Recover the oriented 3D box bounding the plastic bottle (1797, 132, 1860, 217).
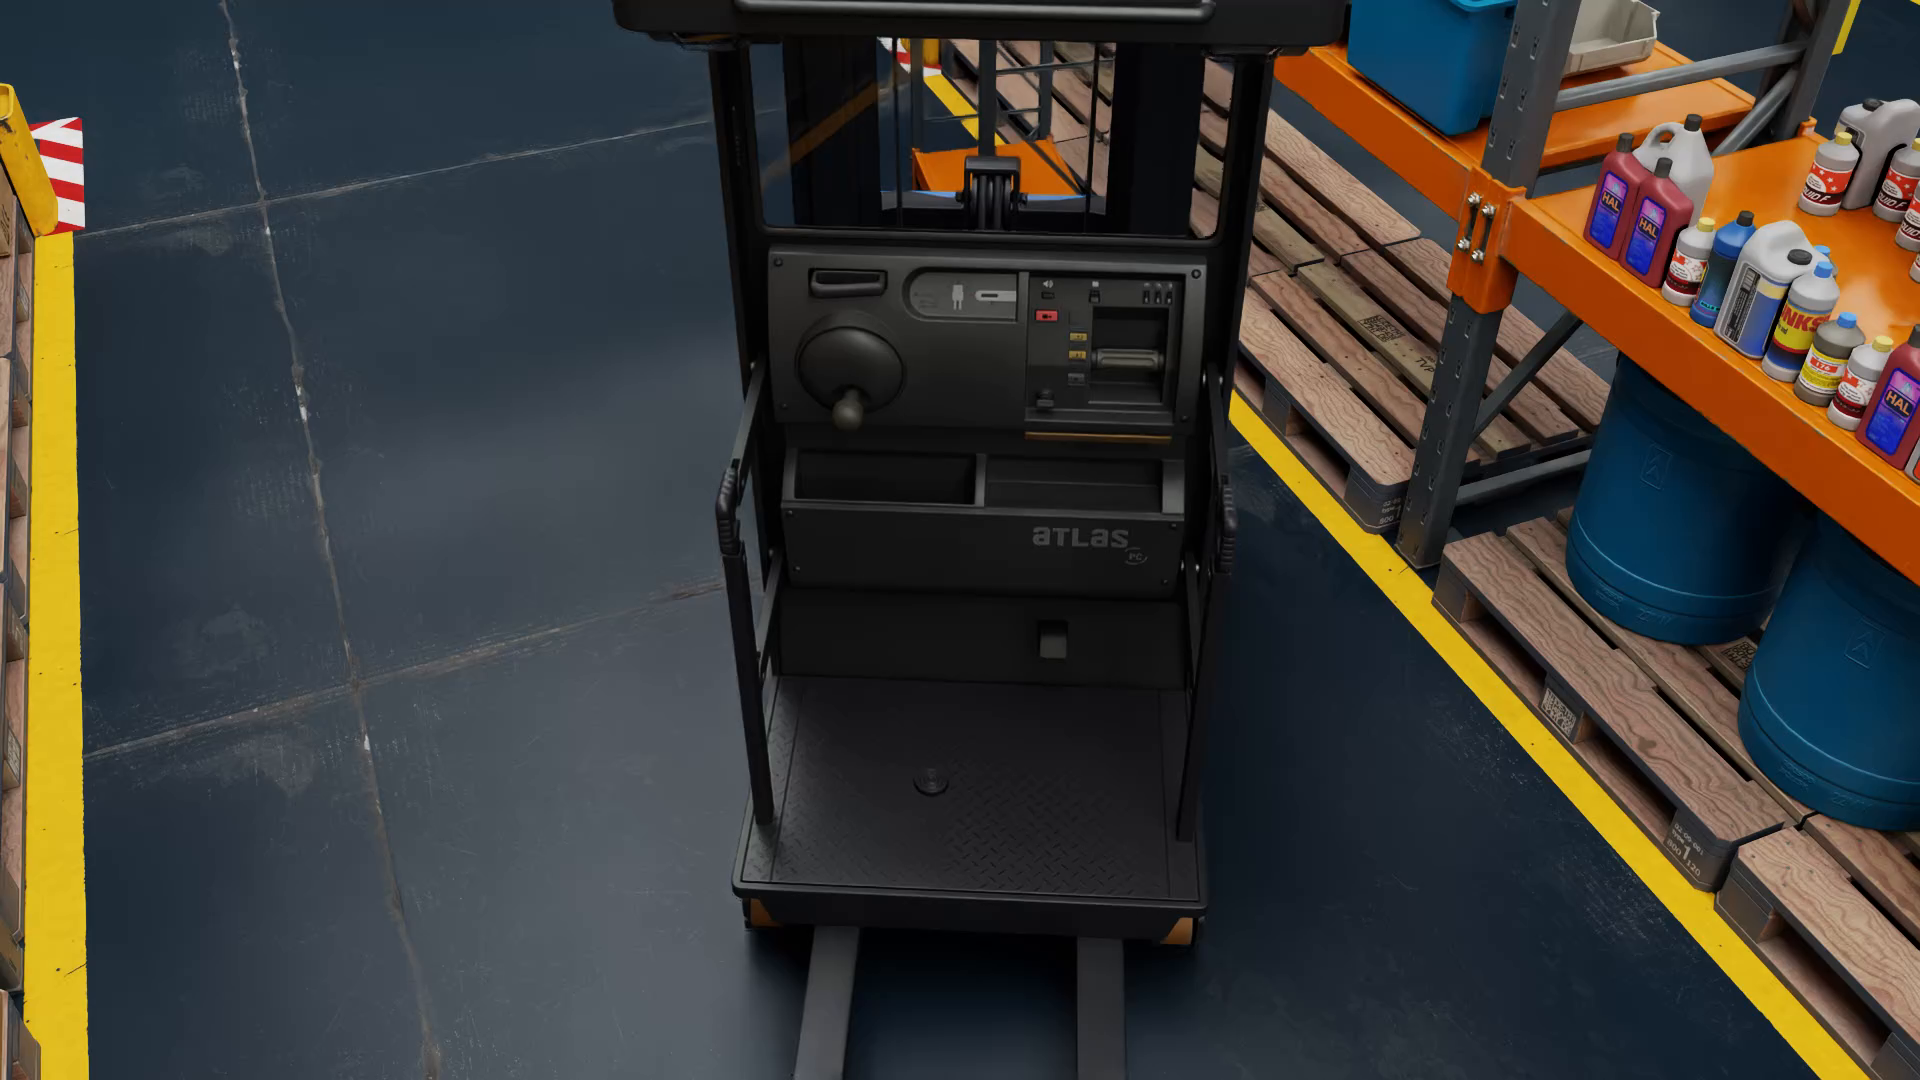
[{"bbox_3d":[2.188,-0.925,4.177,0.097,0.201,0.097,0,41,0],"label":"plastic bottle"}]

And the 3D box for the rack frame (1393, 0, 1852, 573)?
[{"bbox_3d":[1.846,-1.199,4.344,1.000,3.000,0.127,-15,43,-17],"label":"rack frame"}]

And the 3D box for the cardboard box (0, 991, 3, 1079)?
[{"bbox_3d":[-2.278,1.041,3.318,0.500,0.500,0.500,-15,43,-17],"label":"cardboard box"}]

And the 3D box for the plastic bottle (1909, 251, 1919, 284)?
[{"bbox_3d":[2.327,-0.704,3.921,0.097,0.201,0.097,0,41,0],"label":"plastic bottle"}]

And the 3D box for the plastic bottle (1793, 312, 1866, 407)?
[{"bbox_3d":[1.868,-0.394,3.560,0.097,0.201,0.097,0,41,0],"label":"plastic bottle"}]

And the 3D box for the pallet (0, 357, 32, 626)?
[{"bbox_3d":[-3.464,-0.058,5.156,1.003,0.211,1.213,-15,43,-17],"label":"pallet"}]

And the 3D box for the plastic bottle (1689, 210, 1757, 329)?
[{"bbox_3d":[1.742,-0.619,3.768,0.097,0.271,0.097,0,41,0],"label":"plastic bottle"}]

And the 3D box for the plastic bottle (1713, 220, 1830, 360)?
[{"bbox_3d":[1.811,-0.558,3.693,0.152,0.276,0.135,-15,43,-17],"label":"plastic bottle"}]

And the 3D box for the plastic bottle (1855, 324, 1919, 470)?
[{"bbox_3d":[1.932,-0.292,3.379,0.061,0.283,0.133,-15,43,-17],"label":"plastic bottle"}]

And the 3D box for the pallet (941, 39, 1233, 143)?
[{"bbox_3d":[0.595,-2.045,7.466,1.003,0.211,1.213,-15,43,-17],"label":"pallet"}]

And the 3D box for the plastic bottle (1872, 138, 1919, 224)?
[{"bbox_3d":[2.365,-0.904,4.153,0.097,0.201,0.097,0,41,0],"label":"plastic bottle"}]

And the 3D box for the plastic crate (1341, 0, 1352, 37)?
[{"bbox_3d":[1.170,-1.725,5.120,0.437,0.125,0.590,-15,43,-17],"label":"plastic crate"}]

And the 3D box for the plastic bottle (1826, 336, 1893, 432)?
[{"bbox_3d":[1.905,-0.335,3.492,0.097,0.201,0.097,0,41,0],"label":"plastic bottle"}]

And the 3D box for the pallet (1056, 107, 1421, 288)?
[{"bbox_3d":[1.058,-1.311,6.613,1.003,0.211,1.213,-15,43,-17],"label":"pallet"}]

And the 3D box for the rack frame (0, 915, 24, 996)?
[{"bbox_3d":[-2.732,0.035,2.909,1.000,3.000,0.127,-15,43,-17],"label":"rack frame"}]

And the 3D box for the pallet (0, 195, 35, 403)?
[{"bbox_3d":[-3.927,-0.792,6.009,1.003,0.211,1.213,-15,43,-17],"label":"pallet"}]

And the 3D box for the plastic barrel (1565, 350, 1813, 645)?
[{"bbox_3d":[2.039,-0.231,4.505,0.600,0.901,0.708,-15,43,-17],"label":"plastic barrel"}]

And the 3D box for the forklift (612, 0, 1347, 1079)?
[{"bbox_3d":[0.045,-0.340,3.398,1.130,2.935,3.031,2,41,2],"label":"forklift"}]

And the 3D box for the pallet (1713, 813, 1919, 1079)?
[{"bbox_3d":[2.574,1.070,3.844,1.003,0.211,1.213,-15,43,-17],"label":"pallet"}]

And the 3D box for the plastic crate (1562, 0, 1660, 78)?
[{"bbox_3d":[1.800,-1.438,4.778,0.396,0.136,0.243,-15,43,-17],"label":"plastic crate"}]

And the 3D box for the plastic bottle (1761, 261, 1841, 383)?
[{"bbox_3d":[1.830,-0.479,3.605,0.097,0.271,0.097,0,41,0],"label":"plastic bottle"}]

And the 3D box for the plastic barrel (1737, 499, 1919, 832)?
[{"bbox_3d":[2.310,0.196,4.009,0.600,0.901,0.708,-15,43,-17],"label":"plastic barrel"}]

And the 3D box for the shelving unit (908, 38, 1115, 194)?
[{"bbox_3d":[0.187,-1.173,5.464,0.587,1.500,1.083,-8,41,-10],"label":"shelving unit"}]

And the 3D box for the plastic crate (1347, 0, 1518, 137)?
[{"bbox_3d":[1.352,-1.412,4.557,0.392,0.384,0.575,-15,43,-17],"label":"plastic crate"}]

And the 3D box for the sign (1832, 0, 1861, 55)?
[{"bbox_3d":[2.355,-1.440,4.412,0.100,0.325,0.005,-15,43,-17],"label":"sign"}]

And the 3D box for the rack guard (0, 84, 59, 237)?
[{"bbox_3d":[-4.233,-1.382,6.473,1.175,0.500,0.348,-15,43,-17],"label":"rack guard"}]

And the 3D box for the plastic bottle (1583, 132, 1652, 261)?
[{"bbox_3d":[1.592,-0.827,4.001,0.061,0.283,0.133,-15,43,-17],"label":"plastic bottle"}]

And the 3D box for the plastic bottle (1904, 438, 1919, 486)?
[{"bbox_3d":[2.026,-0.220,3.301,0.152,0.276,0.135,-15,43,-17],"label":"plastic bottle"}]

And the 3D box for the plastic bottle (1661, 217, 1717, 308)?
[{"bbox_3d":[1.704,-0.651,3.859,0.097,0.201,0.097,0,41,0],"label":"plastic bottle"}]

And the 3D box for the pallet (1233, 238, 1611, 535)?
[{"bbox_3d":[1.529,-0.575,5.757,1.003,0.211,1.213,-15,43,-17],"label":"pallet"}]

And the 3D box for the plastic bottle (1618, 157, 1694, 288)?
[{"bbox_3d":[1.643,-0.747,3.908,0.061,0.283,0.133,-15,43,-17],"label":"plastic bottle"}]

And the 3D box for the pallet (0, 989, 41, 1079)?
[{"bbox_3d":[-2.385,1.572,3.260,1.003,0.211,1.213,-15,43,-17],"label":"pallet"}]

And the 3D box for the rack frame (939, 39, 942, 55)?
[{"bbox_3d":[0.316,-3.609,7.146,1.000,3.000,0.127,-15,43,-17],"label":"rack frame"}]

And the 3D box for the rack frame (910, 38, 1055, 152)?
[{"bbox_3d":[0.078,-1.491,5.833,0.500,1.500,0.032,-8,41,-10],"label":"rack frame"}]

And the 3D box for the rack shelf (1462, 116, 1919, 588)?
[{"bbox_3d":[2.611,0.279,3.177,1.077,0.370,4.000,-15,43,-17],"label":"rack shelf"}]

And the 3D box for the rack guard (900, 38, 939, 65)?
[{"bbox_3d":[0.295,-2.672,7.974,1.175,0.500,0.348,-15,43,-17],"label":"rack guard"}]

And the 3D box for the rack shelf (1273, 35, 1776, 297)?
[{"bbox_3d":[1.081,-2.131,5.979,1.077,0.370,4.000,-15,43,-17],"label":"rack shelf"}]

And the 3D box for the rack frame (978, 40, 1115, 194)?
[{"bbox_3d":[0.300,-0.844,5.081,0.500,1.500,0.032,-8,41,-10],"label":"rack frame"}]

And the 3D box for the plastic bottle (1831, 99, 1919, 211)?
[{"bbox_3d":[2.296,-0.995,4.202,0.152,0.276,0.135,-15,43,-17],"label":"plastic bottle"}]

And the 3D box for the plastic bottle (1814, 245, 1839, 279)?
[{"bbox_3d":[1.919,-0.572,3.767,0.097,0.201,0.097,0,41,0],"label":"plastic bottle"}]

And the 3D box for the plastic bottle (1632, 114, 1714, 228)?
[{"bbox_3d":[1.697,-0.863,3.991,0.144,0.351,0.185,-15,43,-17],"label":"plastic bottle"}]

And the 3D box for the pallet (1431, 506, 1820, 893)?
[{"bbox_3d":[2.103,0.334,4.700,1.003,0.211,1.213,-15,43,-17],"label":"pallet"}]

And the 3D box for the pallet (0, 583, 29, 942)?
[{"bbox_3d":[-2.994,0.678,4.300,1.003,0.211,1.213,-15,43,-17],"label":"pallet"}]

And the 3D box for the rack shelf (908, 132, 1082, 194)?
[{"bbox_3d":[0.189,-1.031,5.574,0.538,0.185,1.000,-8,41,-10],"label":"rack shelf"}]

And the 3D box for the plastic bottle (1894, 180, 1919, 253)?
[{"bbox_3d":[2.360,-0.808,4.042,0.097,0.201,0.097,0,41,0],"label":"plastic bottle"}]

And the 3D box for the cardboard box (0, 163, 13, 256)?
[{"bbox_3d":[-3.826,-1.328,6.073,0.500,0.500,0.500,-15,43,-17],"label":"cardboard box"}]

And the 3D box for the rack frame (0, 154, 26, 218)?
[{"bbox_3d":[-4.262,-2.375,5.711,1.000,3.000,0.127,-15,43,-17],"label":"rack frame"}]
